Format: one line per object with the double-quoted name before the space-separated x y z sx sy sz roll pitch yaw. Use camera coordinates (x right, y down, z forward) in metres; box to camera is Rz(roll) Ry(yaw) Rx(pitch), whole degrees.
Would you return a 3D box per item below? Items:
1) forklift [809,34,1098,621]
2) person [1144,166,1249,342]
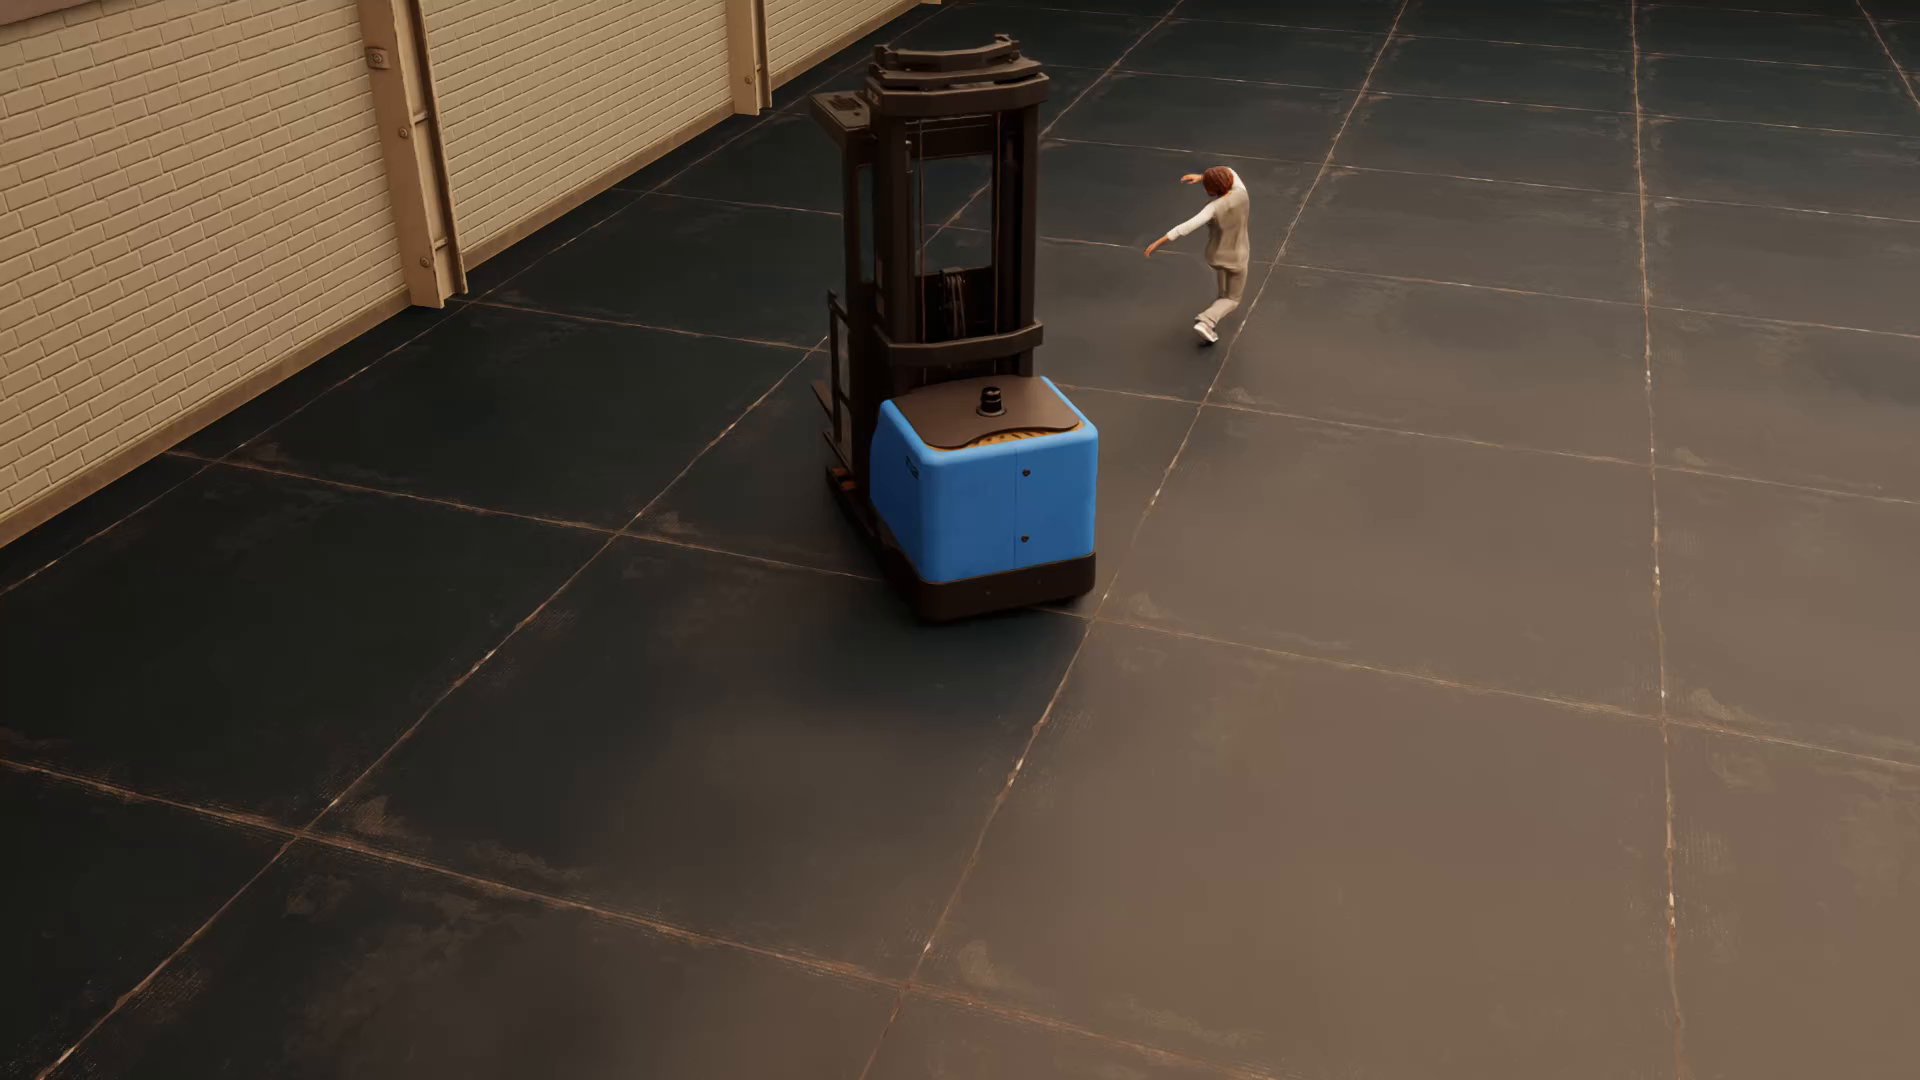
"forklift" -0.211 -1.541 9.839 1.130 2.935 3.031 -10 31 -17
"person" 1.817 -2.241 12.693 0.780 1.325 0.887 5 30 8
